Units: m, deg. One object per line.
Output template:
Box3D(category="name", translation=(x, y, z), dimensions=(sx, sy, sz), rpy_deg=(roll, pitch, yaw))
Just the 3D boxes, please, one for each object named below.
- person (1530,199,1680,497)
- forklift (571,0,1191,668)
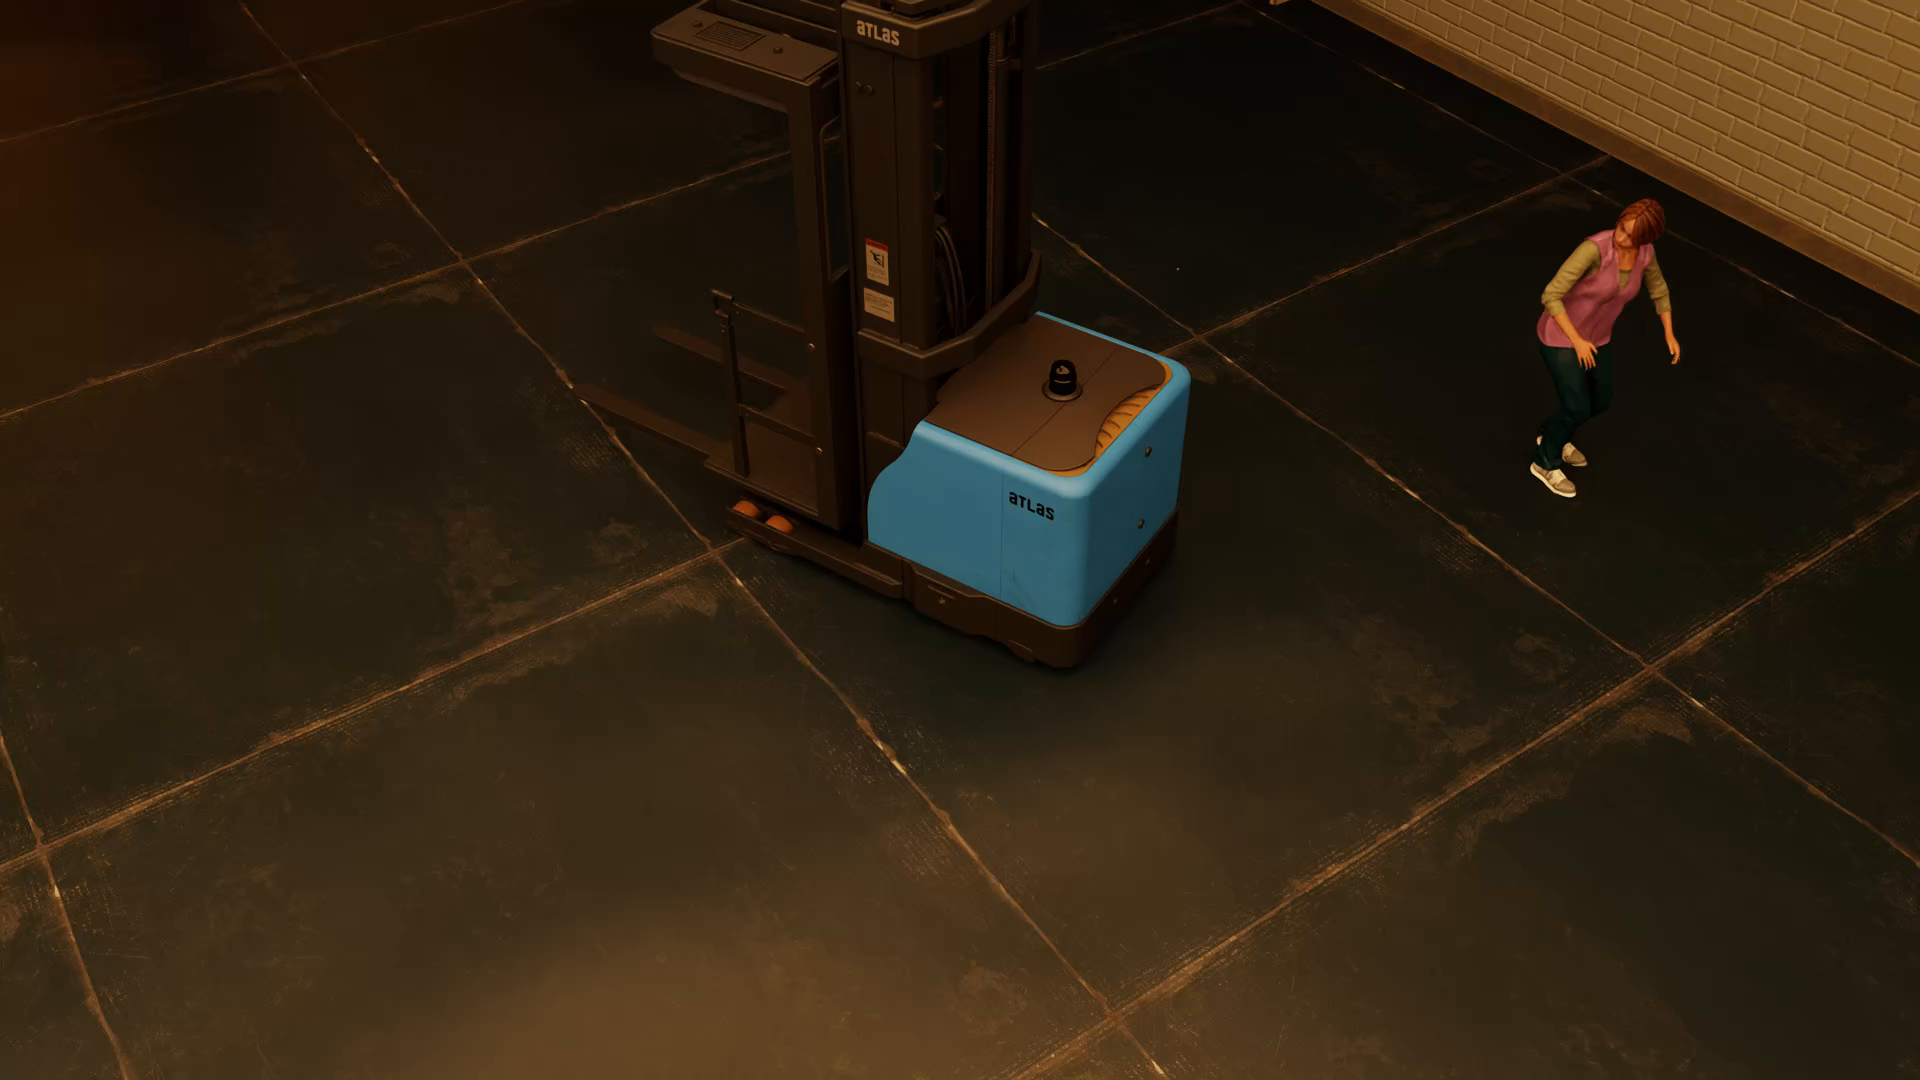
Box3D(category="person", translation=(2.967, -0.900, 7.746), dimensions=(0.660, 1.545, 0.509), rpy_deg=(-18, 46, -19))
Box3D(category="forklift", translation=(-0.511, -1.302, 7.129), dimensions=(3.031, 2.935, 1.130), rpy_deg=(24, 48, 24))
